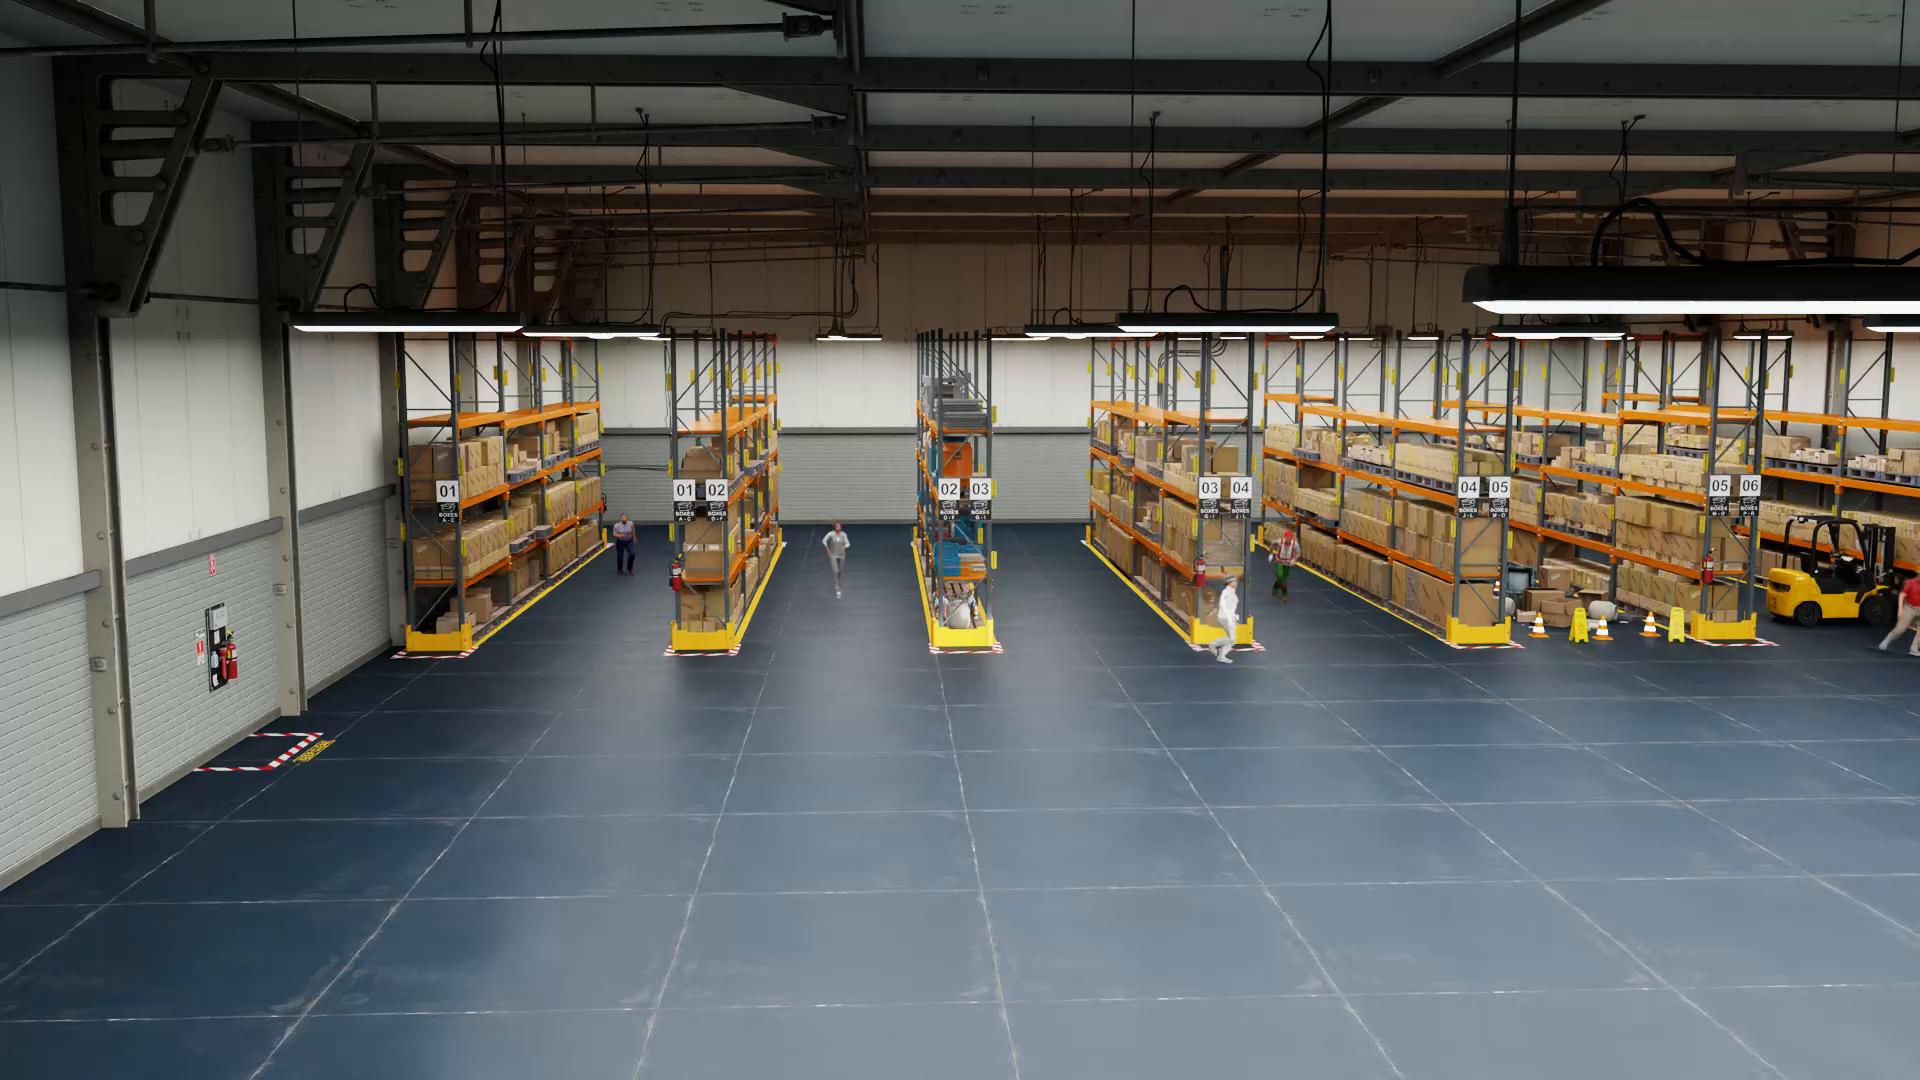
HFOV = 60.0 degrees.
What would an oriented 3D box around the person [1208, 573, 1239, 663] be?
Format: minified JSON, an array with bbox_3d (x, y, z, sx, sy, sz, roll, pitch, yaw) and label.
[{"bbox_3d":[4.741,1.397,29.963,0.522,1.631,0.618,3,7,23],"label":"person"}]

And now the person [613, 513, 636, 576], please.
[{"bbox_3d":[-8.287,0.104,41.128,0.613,1.591,0.930,-3,7,-22],"label":"person"}]

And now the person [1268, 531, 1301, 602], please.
[{"bbox_3d":[7.255,0.542,37.327,0.678,1.598,1.137,0,7,-1],"label":"person"}]

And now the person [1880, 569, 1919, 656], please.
[{"bbox_3d":[17.542,1.280,30.704,0.790,1.659,0.682,0,7,2],"label":"person"}]

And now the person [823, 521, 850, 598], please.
[{"bbox_3d":[-2.659,0.398,35.945,0.564,1.635,0.709,-2,7,-16],"label":"person"}]
